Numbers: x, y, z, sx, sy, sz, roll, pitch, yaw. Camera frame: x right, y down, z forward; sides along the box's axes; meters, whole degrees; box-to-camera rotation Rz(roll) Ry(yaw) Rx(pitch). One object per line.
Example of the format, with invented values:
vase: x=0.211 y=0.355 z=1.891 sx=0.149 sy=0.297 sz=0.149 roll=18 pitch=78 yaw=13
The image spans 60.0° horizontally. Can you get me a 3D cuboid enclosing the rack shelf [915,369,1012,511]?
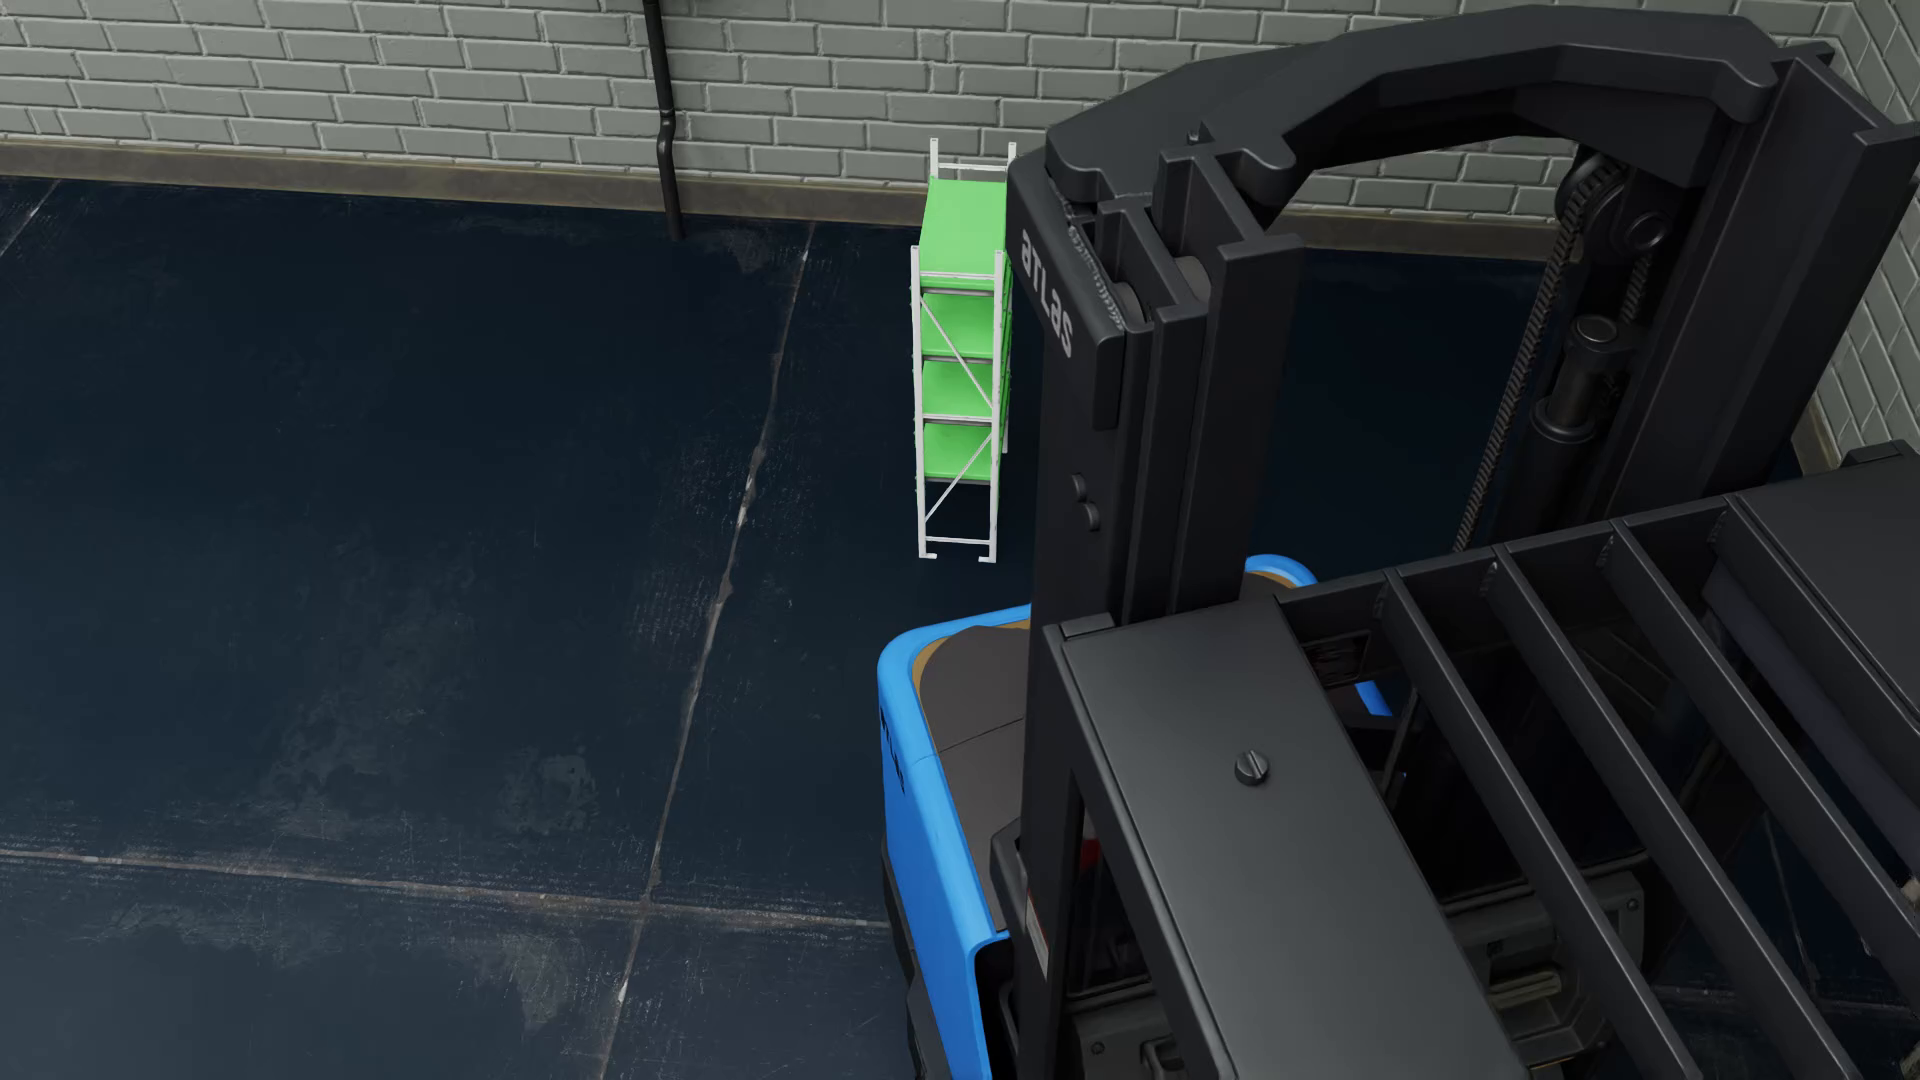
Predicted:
rack shelf: x=0.015 y=-0.321 z=5.143 sx=0.258 sy=0.148 sz=0.480 roll=4 pitch=48 yaw=4

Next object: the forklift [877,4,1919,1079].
forklift: x=0.692 y=0.896 z=2.444 sx=1.130 sy=2.935 sz=3.031 roll=-12 pitch=49 yaw=-10

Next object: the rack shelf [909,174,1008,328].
rack shelf: x=0.015 y=-0.807 z=4.611 sx=0.258 sy=0.148 sz=0.480 roll=4 pitch=48 yaw=4

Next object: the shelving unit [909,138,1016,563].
shelving unit: x=0.015 y=-0.527 z=4.919 sx=0.258 sy=1.200 sz=0.503 roll=4 pitch=48 yaw=4

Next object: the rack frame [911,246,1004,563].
rack frame: x=-0.007 y=-0.347 z=4.755 sx=0.240 sy=1.200 sz=0.015 roll=4 pitch=48 yaw=4

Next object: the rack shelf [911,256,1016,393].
rack shelf: x=0.015 y=-0.645 z=4.789 sx=0.258 sy=0.148 sz=0.480 roll=4 pitch=48 yaw=4

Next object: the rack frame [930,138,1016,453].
rack frame: x=0.037 y=-0.706 z=5.083 sx=0.240 sy=1.200 sz=0.015 roll=4 pitch=48 yaw=4

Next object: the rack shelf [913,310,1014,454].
rack shelf: x=0.015 y=-0.483 z=4.966 sx=0.258 sy=0.148 sz=0.480 roll=4 pitch=48 yaw=4

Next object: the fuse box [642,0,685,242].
fuse box: x=-1.046 y=-1.702 z=5.647 sx=0.539 sy=1.711 sz=0.414 roll=4 pitch=48 yaw=4
